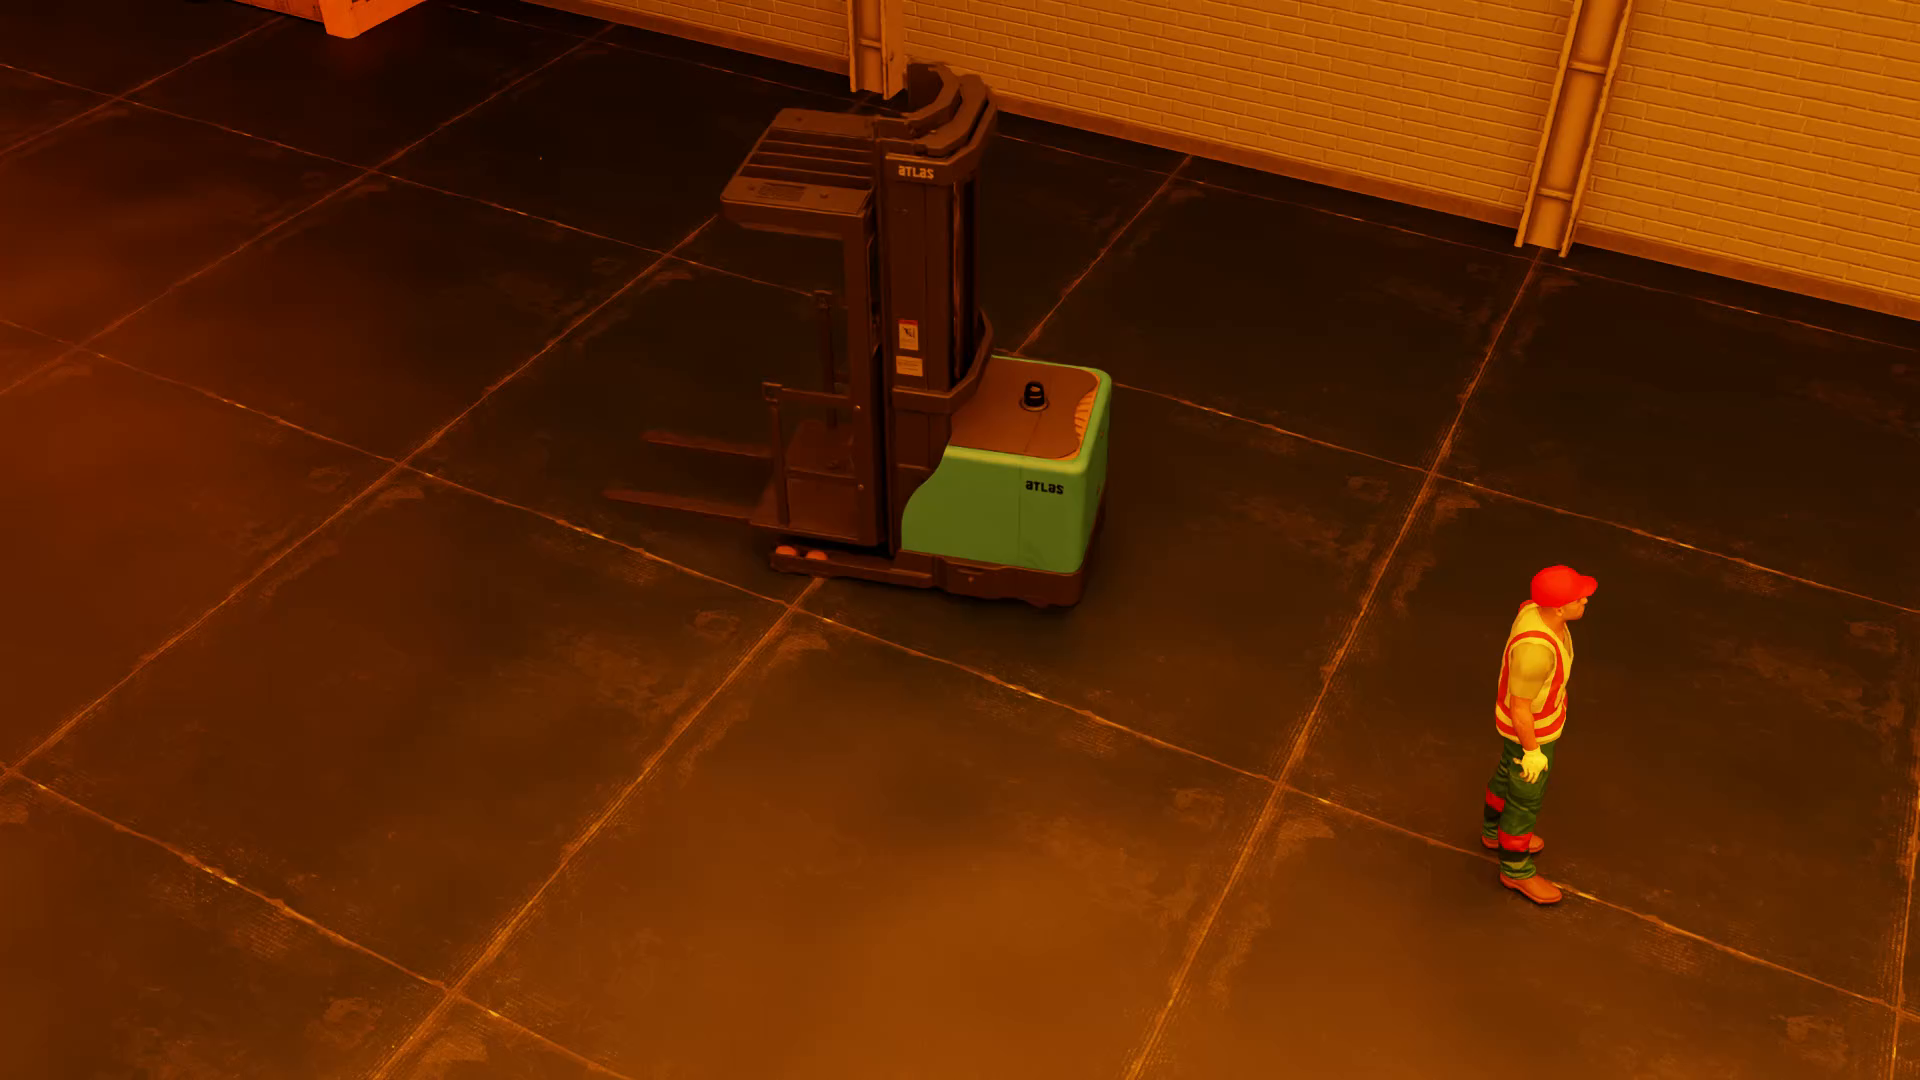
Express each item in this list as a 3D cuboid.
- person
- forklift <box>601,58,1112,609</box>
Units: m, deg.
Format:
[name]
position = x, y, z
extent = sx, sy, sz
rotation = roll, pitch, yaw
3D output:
[person]
position = 2.767, 0.872, 7.826
extent = 0.562, 1.790, 0.637
rotation = 14, 42, 16
[forklift]
position = -0.667, -1.216, 9.430
extent = 3.031, 2.935, 1.130
rotation = 8, 41, 10
